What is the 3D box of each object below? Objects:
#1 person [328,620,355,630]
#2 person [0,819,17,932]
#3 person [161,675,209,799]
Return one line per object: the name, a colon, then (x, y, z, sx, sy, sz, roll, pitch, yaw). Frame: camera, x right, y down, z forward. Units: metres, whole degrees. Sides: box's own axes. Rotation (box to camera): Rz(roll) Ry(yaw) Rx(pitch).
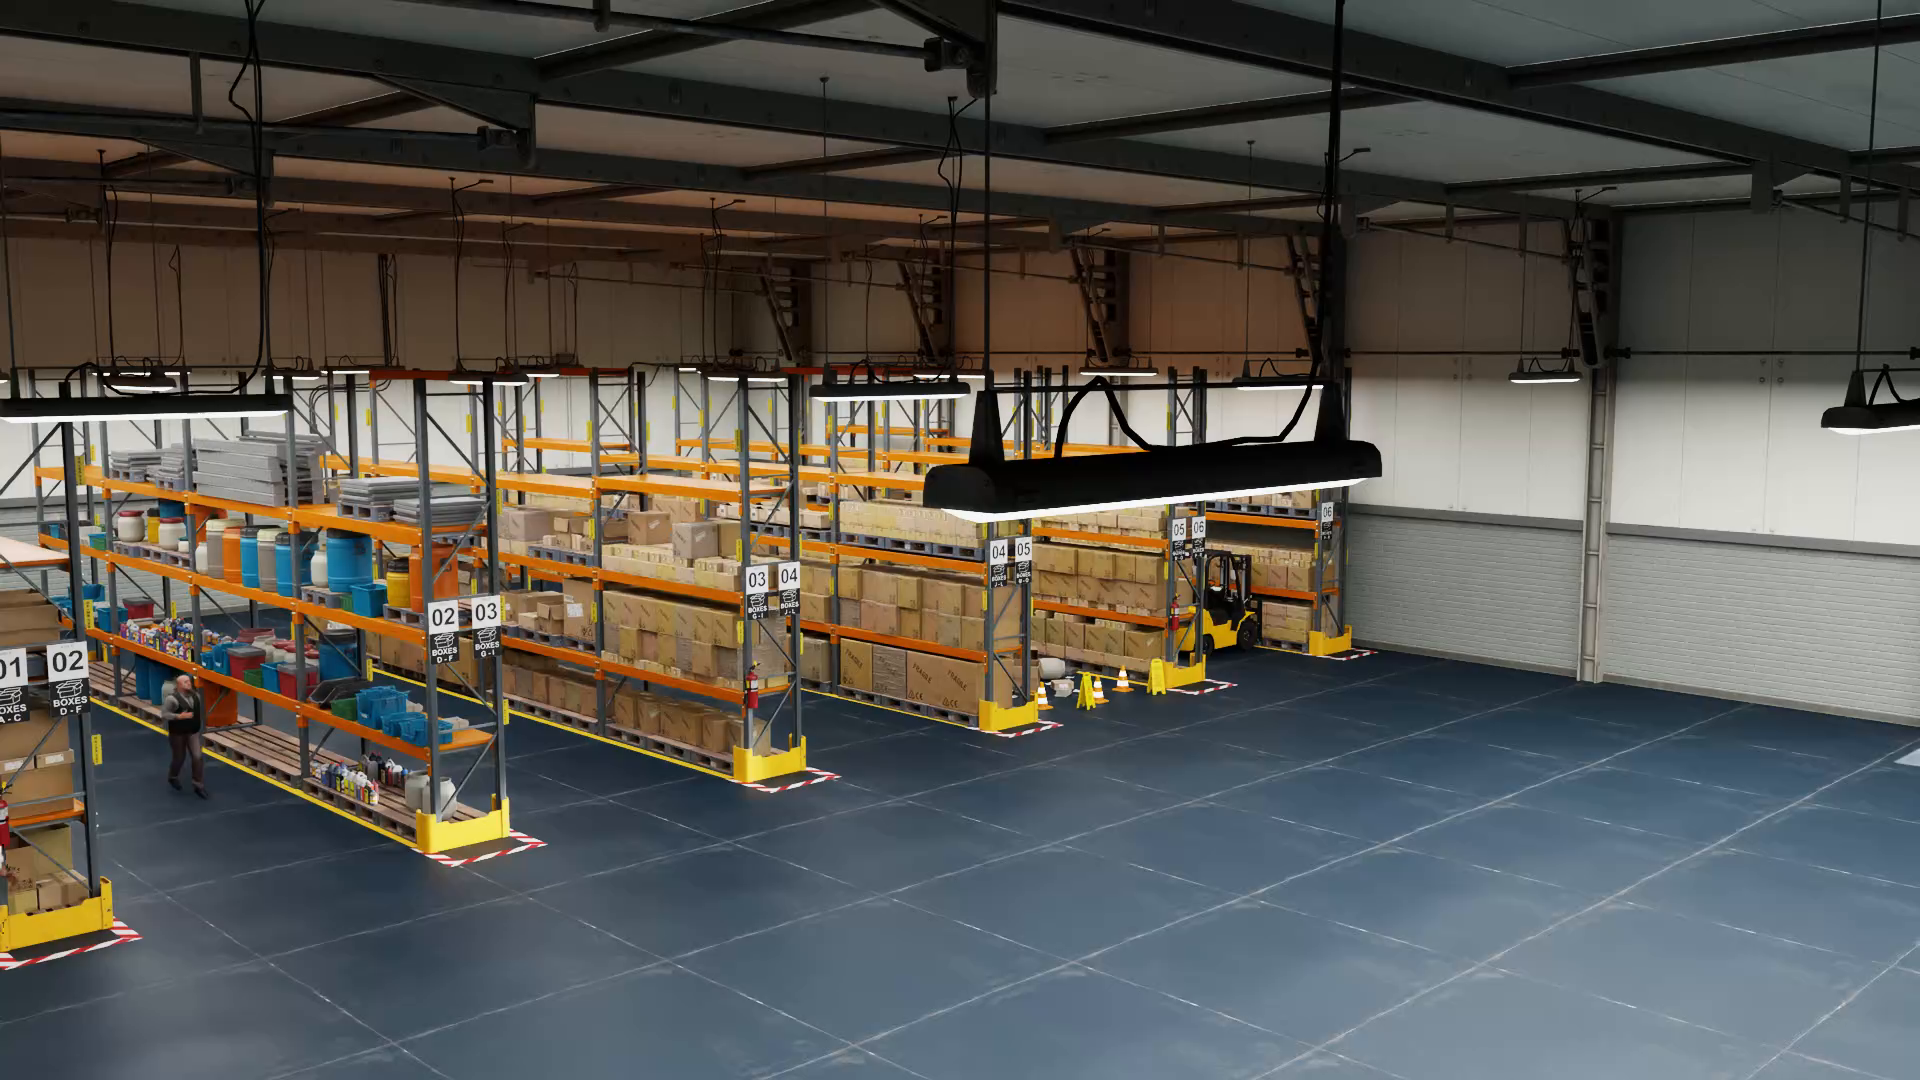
person: (-11.709, 1.952, 31.547, 0.589, 1.655, 0.562, 6, 9, 42)
person: (-9.897, 3.601, 16.722, 0.781, 1.768, 0.701, 0, 6, 2)
person: (-11.110, 2.798, 23.762, 0.871, 1.762, 0.635, 5, 8, 36)
